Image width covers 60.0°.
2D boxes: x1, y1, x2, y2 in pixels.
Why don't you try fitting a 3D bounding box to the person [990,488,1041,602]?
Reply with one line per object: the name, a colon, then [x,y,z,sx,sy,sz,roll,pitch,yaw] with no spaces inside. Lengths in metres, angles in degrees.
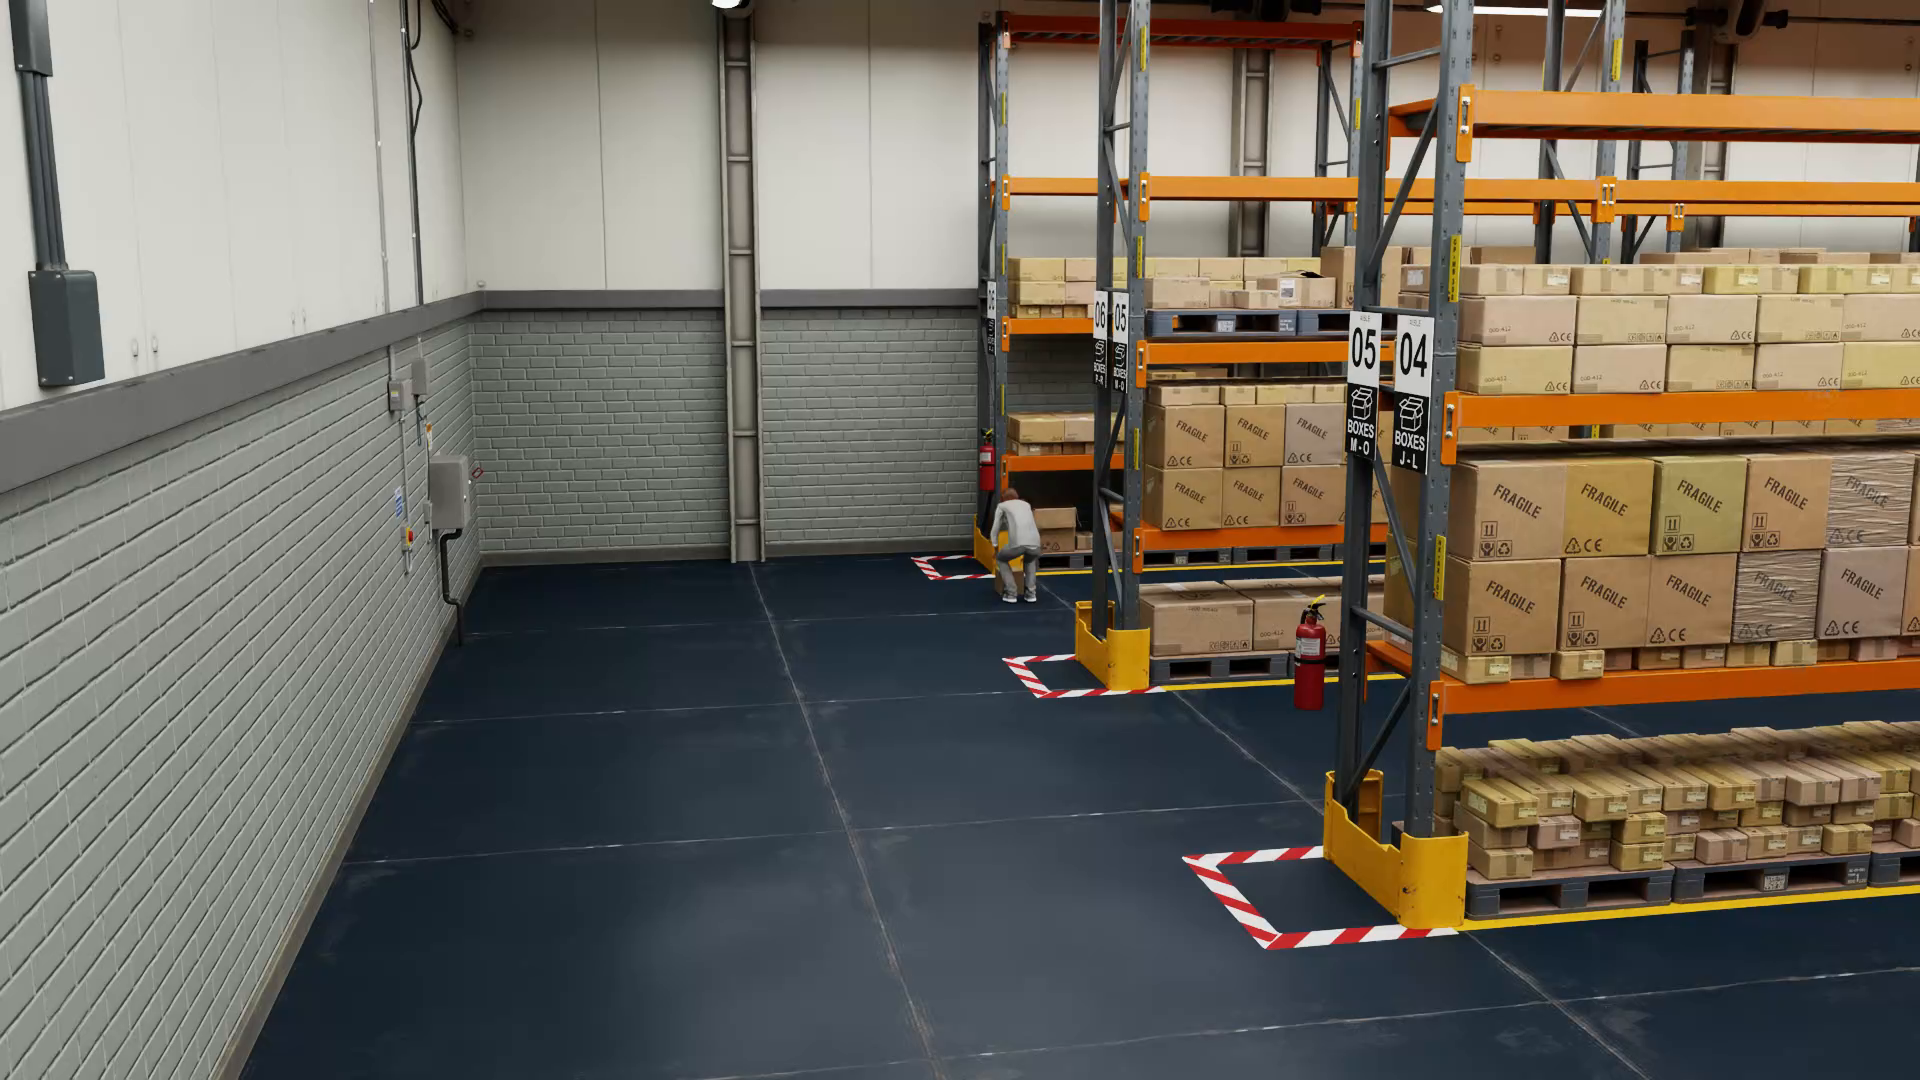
person: [0.566,0.062,16.946,0.463,1.130,0.736,-2,10,-11]
